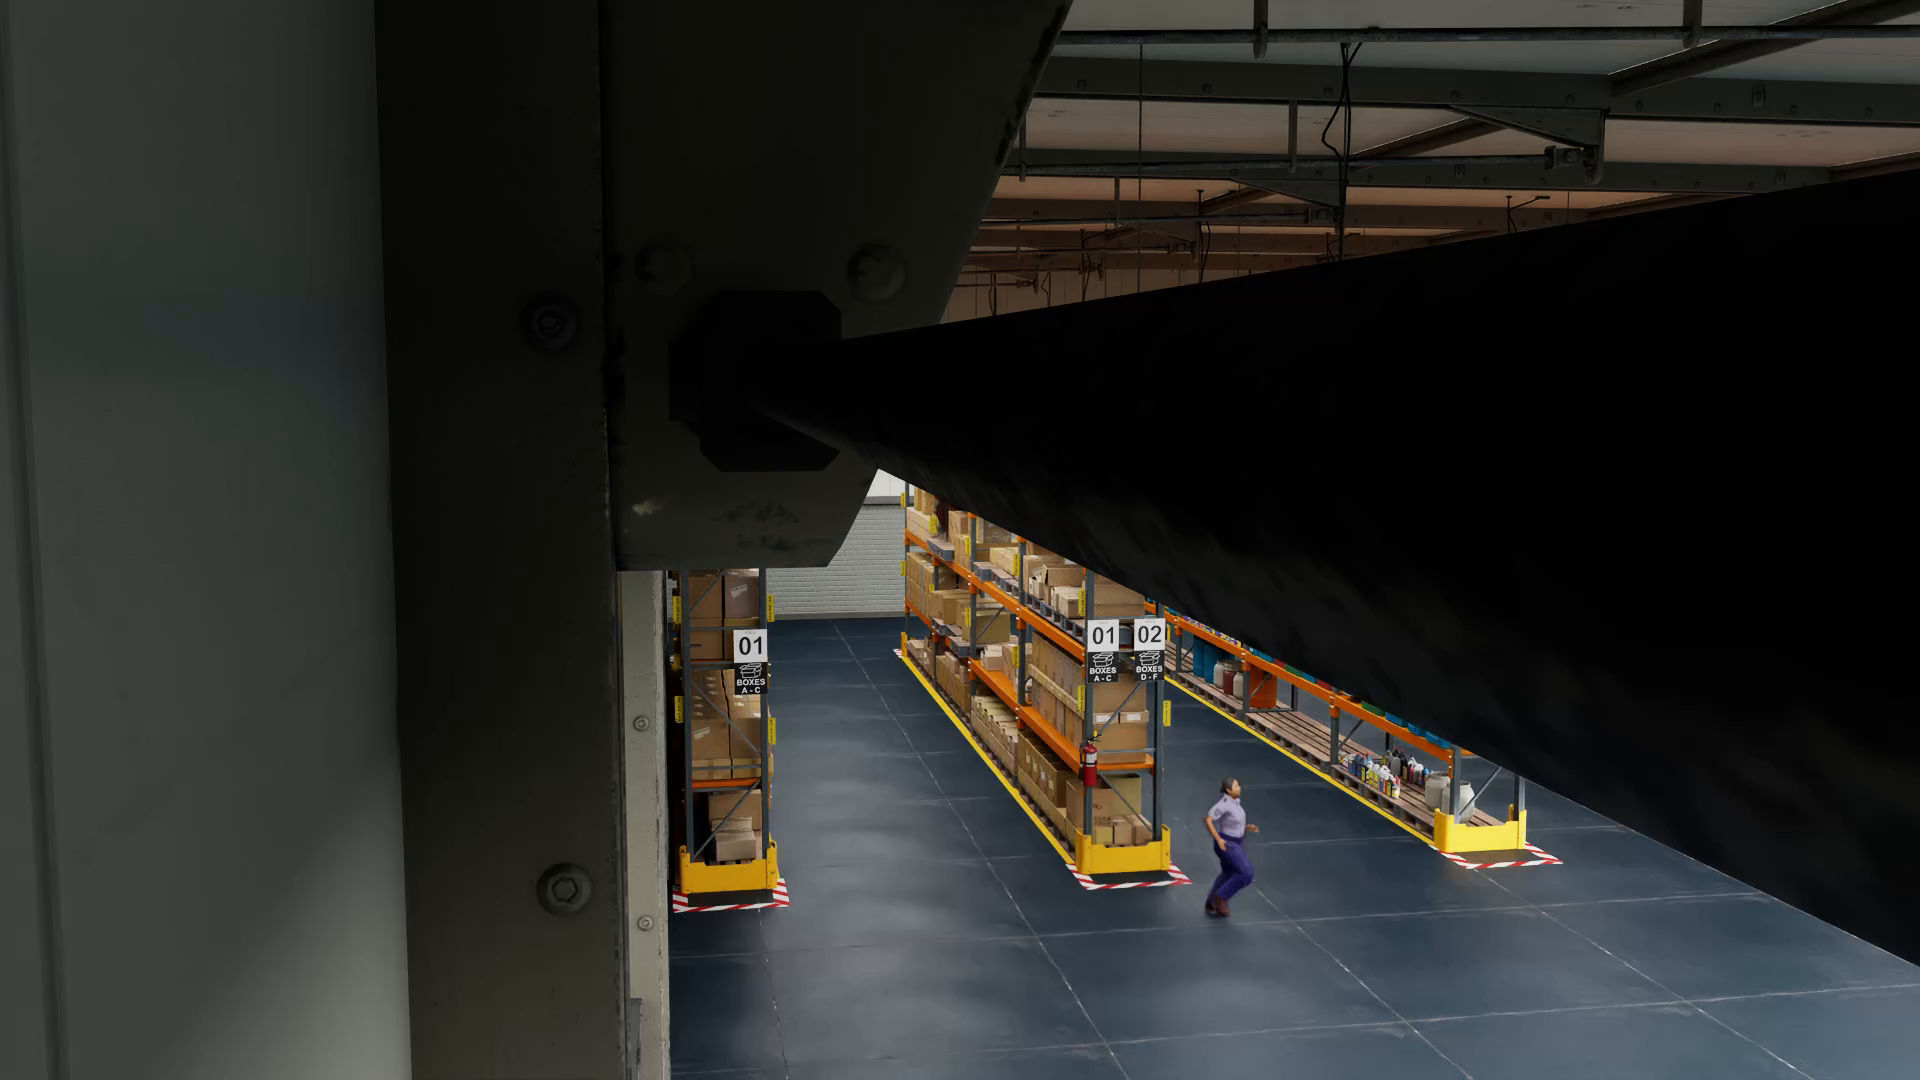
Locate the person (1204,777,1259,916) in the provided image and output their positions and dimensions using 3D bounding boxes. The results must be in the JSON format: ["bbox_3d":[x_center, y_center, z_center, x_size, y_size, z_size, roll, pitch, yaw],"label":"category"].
[{"bbox_3d":[3.134,3.533,19.200,0.611,1.609,0.591,2,6,18],"label":"person"}]
